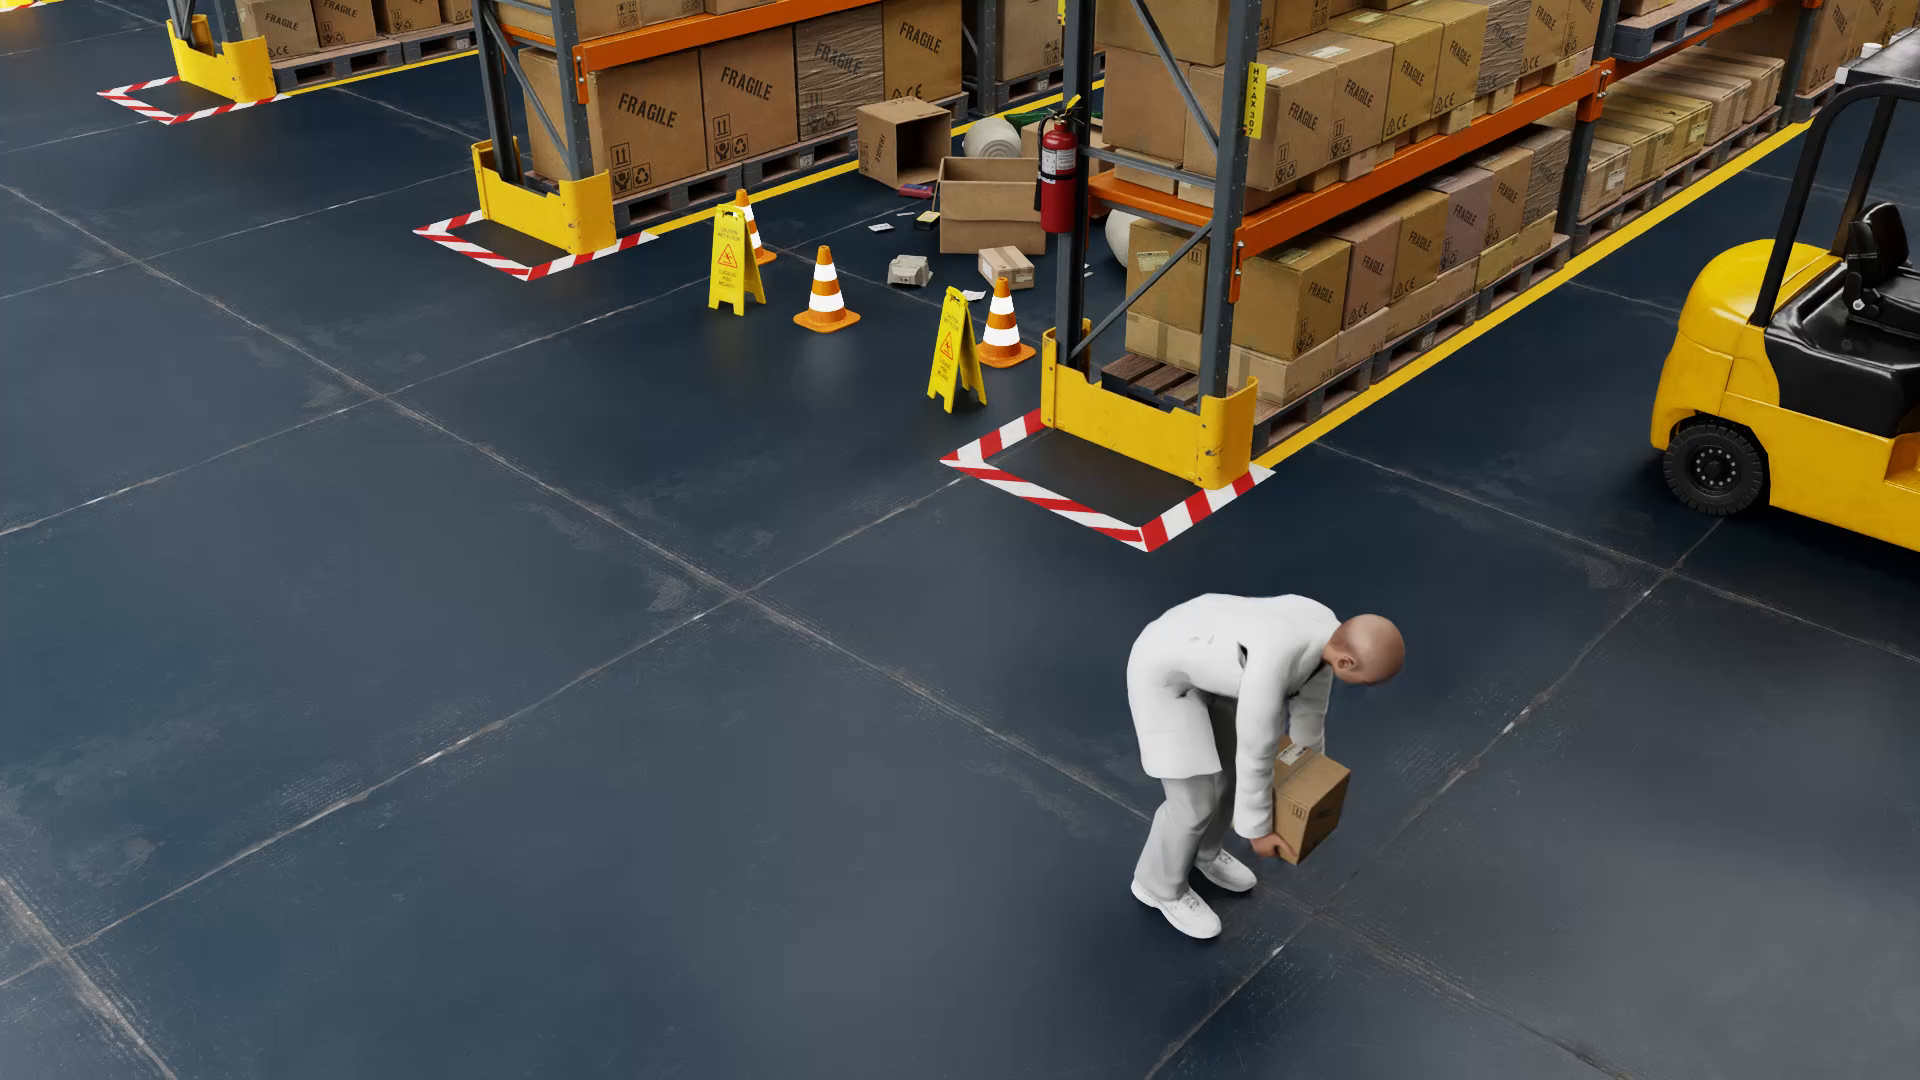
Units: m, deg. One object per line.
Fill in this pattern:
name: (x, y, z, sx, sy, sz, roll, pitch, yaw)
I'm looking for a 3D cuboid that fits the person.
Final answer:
person: (0.941, 0.707, 5.367, 0.891, 1.370, 0.551, 24, 38, 34)
